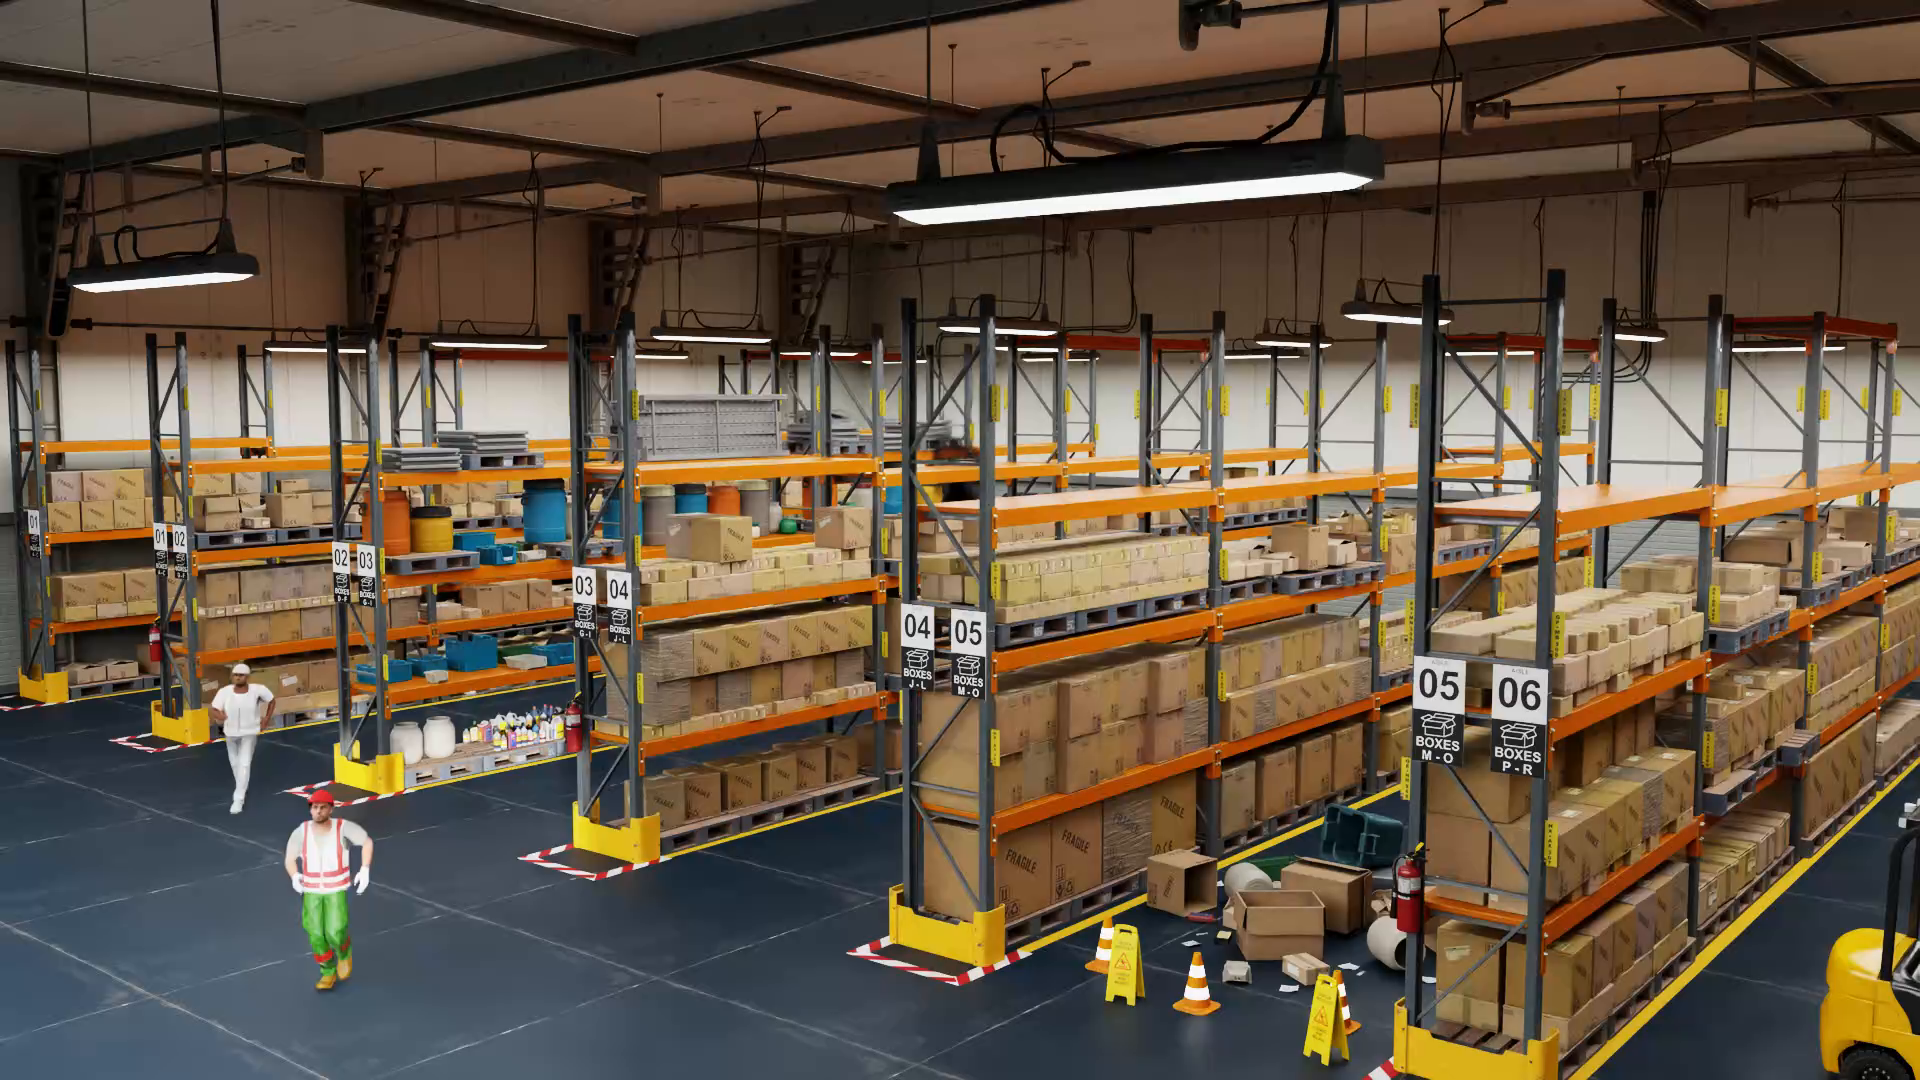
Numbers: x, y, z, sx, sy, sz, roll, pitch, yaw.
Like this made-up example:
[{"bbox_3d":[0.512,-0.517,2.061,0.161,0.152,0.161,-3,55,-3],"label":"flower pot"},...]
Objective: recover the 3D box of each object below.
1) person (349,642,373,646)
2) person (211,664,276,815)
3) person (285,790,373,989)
[{"bbox_3d":[-10.625,1.619,29.606,0.668,1.840,0.788,3,6,32],"label":"person"},{"bbox_3d":[-8.909,2.424,20.655,0.711,1.809,0.861,-1,5,-8],"label":"person"},{"bbox_3d":[-5.424,3.006,14.248,0.700,1.743,0.600,-1,5,-9],"label":"person"}]
